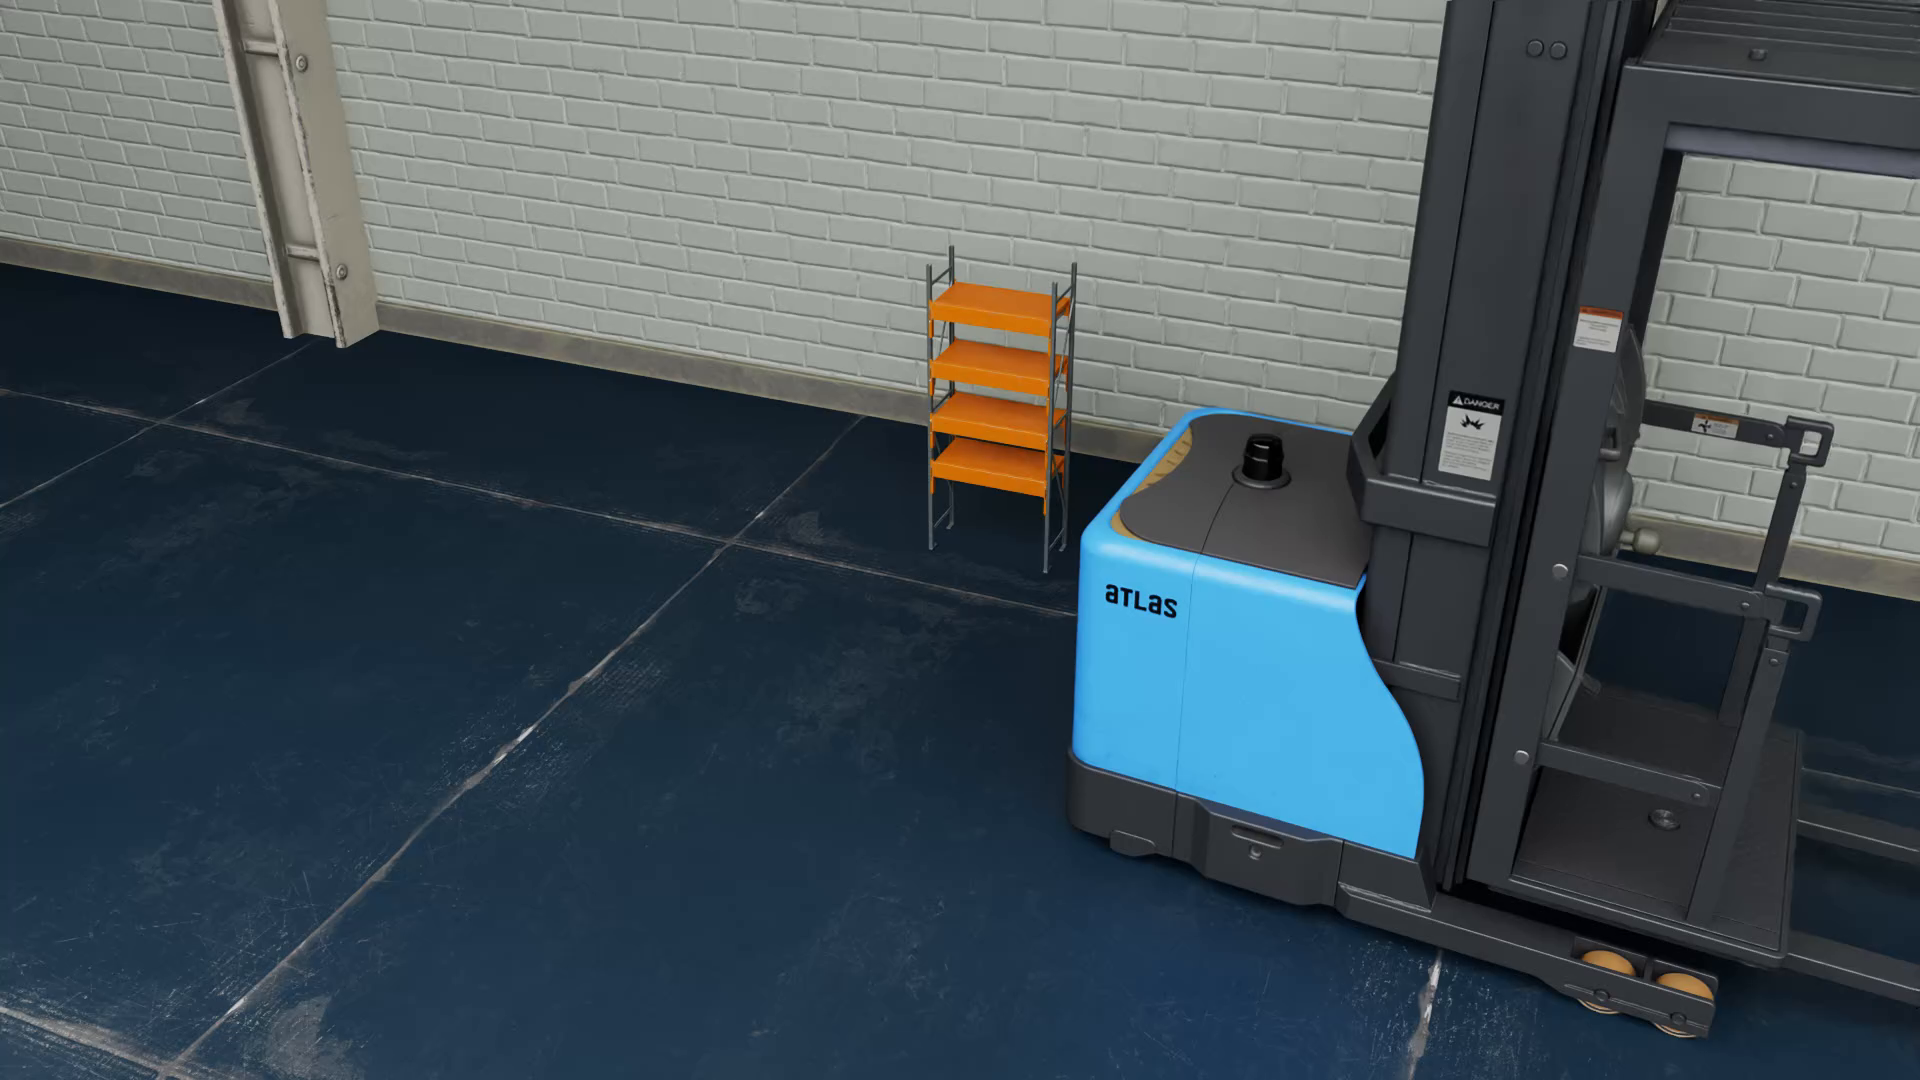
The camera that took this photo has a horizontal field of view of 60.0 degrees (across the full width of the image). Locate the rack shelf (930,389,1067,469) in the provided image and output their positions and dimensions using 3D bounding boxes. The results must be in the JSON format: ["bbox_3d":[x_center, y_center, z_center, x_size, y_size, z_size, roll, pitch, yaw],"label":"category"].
[{"bbox_3d":[0.153,-0.433,6.434,0.480,0.148,0.258,11,31,19],"label":"rack shelf"}]

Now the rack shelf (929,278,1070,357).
[{"bbox_3d":[0.153,-0.834,6.207,0.480,0.148,0.258,11,31,19],"label":"rack shelf"}]

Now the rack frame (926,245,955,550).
[{"bbox_3d":[-0.073,-0.537,6.480,0.015,1.200,0.240,11,31,19],"label":"rack frame"}]

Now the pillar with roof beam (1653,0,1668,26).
[{"bbox_3d":[0.677,-1.929,1.018,0.400,9.000,9.100,11,31,19],"label":"pillar with roof beam"}]

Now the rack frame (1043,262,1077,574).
[{"bbox_3d":[0.379,-0.447,6.321,0.015,1.200,0.240,11,31,19],"label":"rack frame"}]

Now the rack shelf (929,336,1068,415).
[{"bbox_3d":[0.153,-0.628,6.324,0.480,0.148,0.258,11,31,19],"label":"rack shelf"}]

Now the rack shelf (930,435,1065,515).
[{"bbox_3d":[0.153,-0.260,6.531,0.480,0.148,0.258,11,31,19],"label":"rack shelf"}]

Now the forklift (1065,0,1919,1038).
[{"bbox_3d":[1.878,-0.256,4.224,3.031,2.935,1.130,14,32,22],"label":"forklift"}]

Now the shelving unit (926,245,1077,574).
[{"bbox_3d":[0.153,-0.492,6.401,0.503,1.200,0.258,11,31,19],"label":"shelving unit"}]

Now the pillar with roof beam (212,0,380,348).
[{"bbox_3d":[-4.883,-3.039,2.981,0.400,9.000,9.100,11,31,19],"label":"pillar with roof beam"}]
